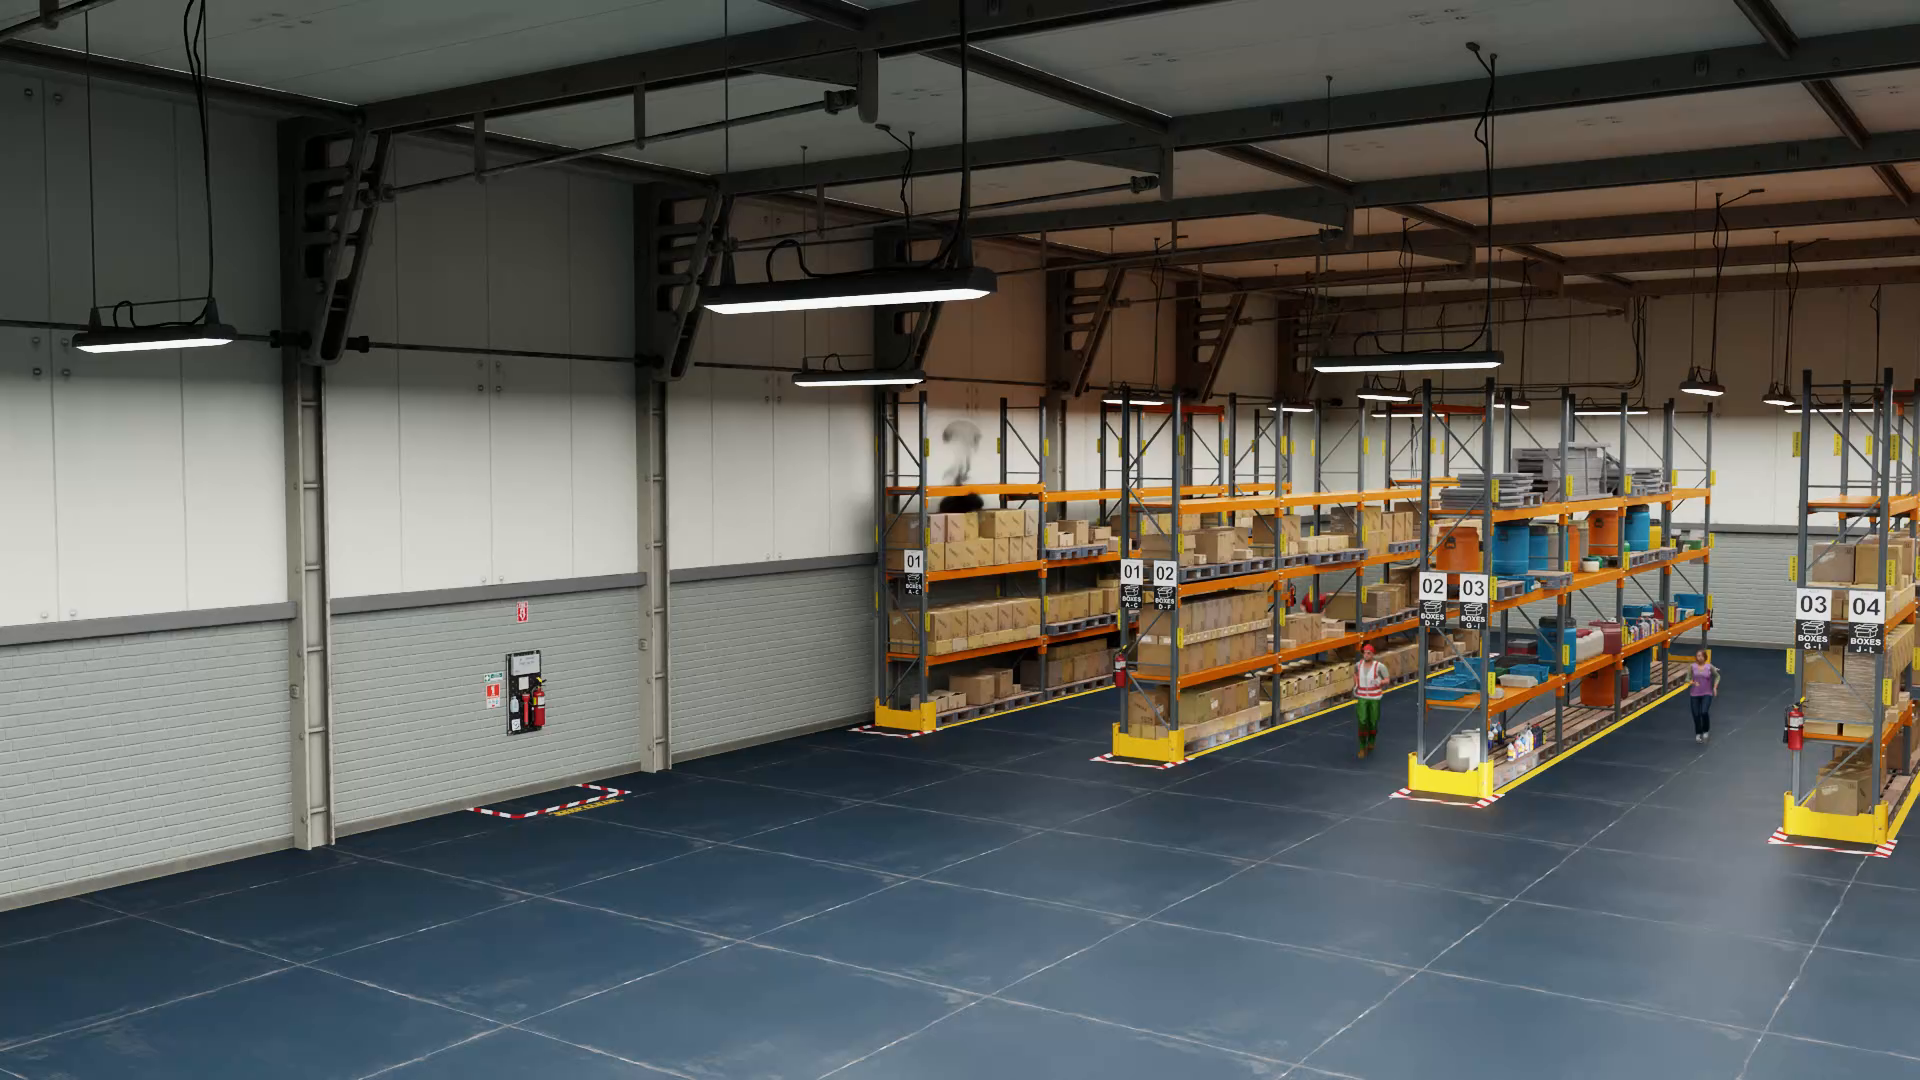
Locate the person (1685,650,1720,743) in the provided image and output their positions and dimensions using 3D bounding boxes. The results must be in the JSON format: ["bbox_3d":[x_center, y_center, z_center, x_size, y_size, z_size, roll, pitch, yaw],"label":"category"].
[{"bbox_3d":[12.526,2.638,28.099,0.512,1.570,0.636,2,4,32],"label":"person"}]

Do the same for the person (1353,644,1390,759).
[{"bbox_3d":[6.682,2.616,27.047,0.618,1.850,0.800,1,3,22],"label":"person"}]

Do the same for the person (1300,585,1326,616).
[{"bbox_3d":[8.589,1.923,40.405,0.672,1.698,0.607,2,4,28],"label":"person"}]

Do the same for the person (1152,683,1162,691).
[{"bbox_3d":[3.917,2.377,32.602,0.616,1.660,0.514,2,4,30],"label":"person"}]
